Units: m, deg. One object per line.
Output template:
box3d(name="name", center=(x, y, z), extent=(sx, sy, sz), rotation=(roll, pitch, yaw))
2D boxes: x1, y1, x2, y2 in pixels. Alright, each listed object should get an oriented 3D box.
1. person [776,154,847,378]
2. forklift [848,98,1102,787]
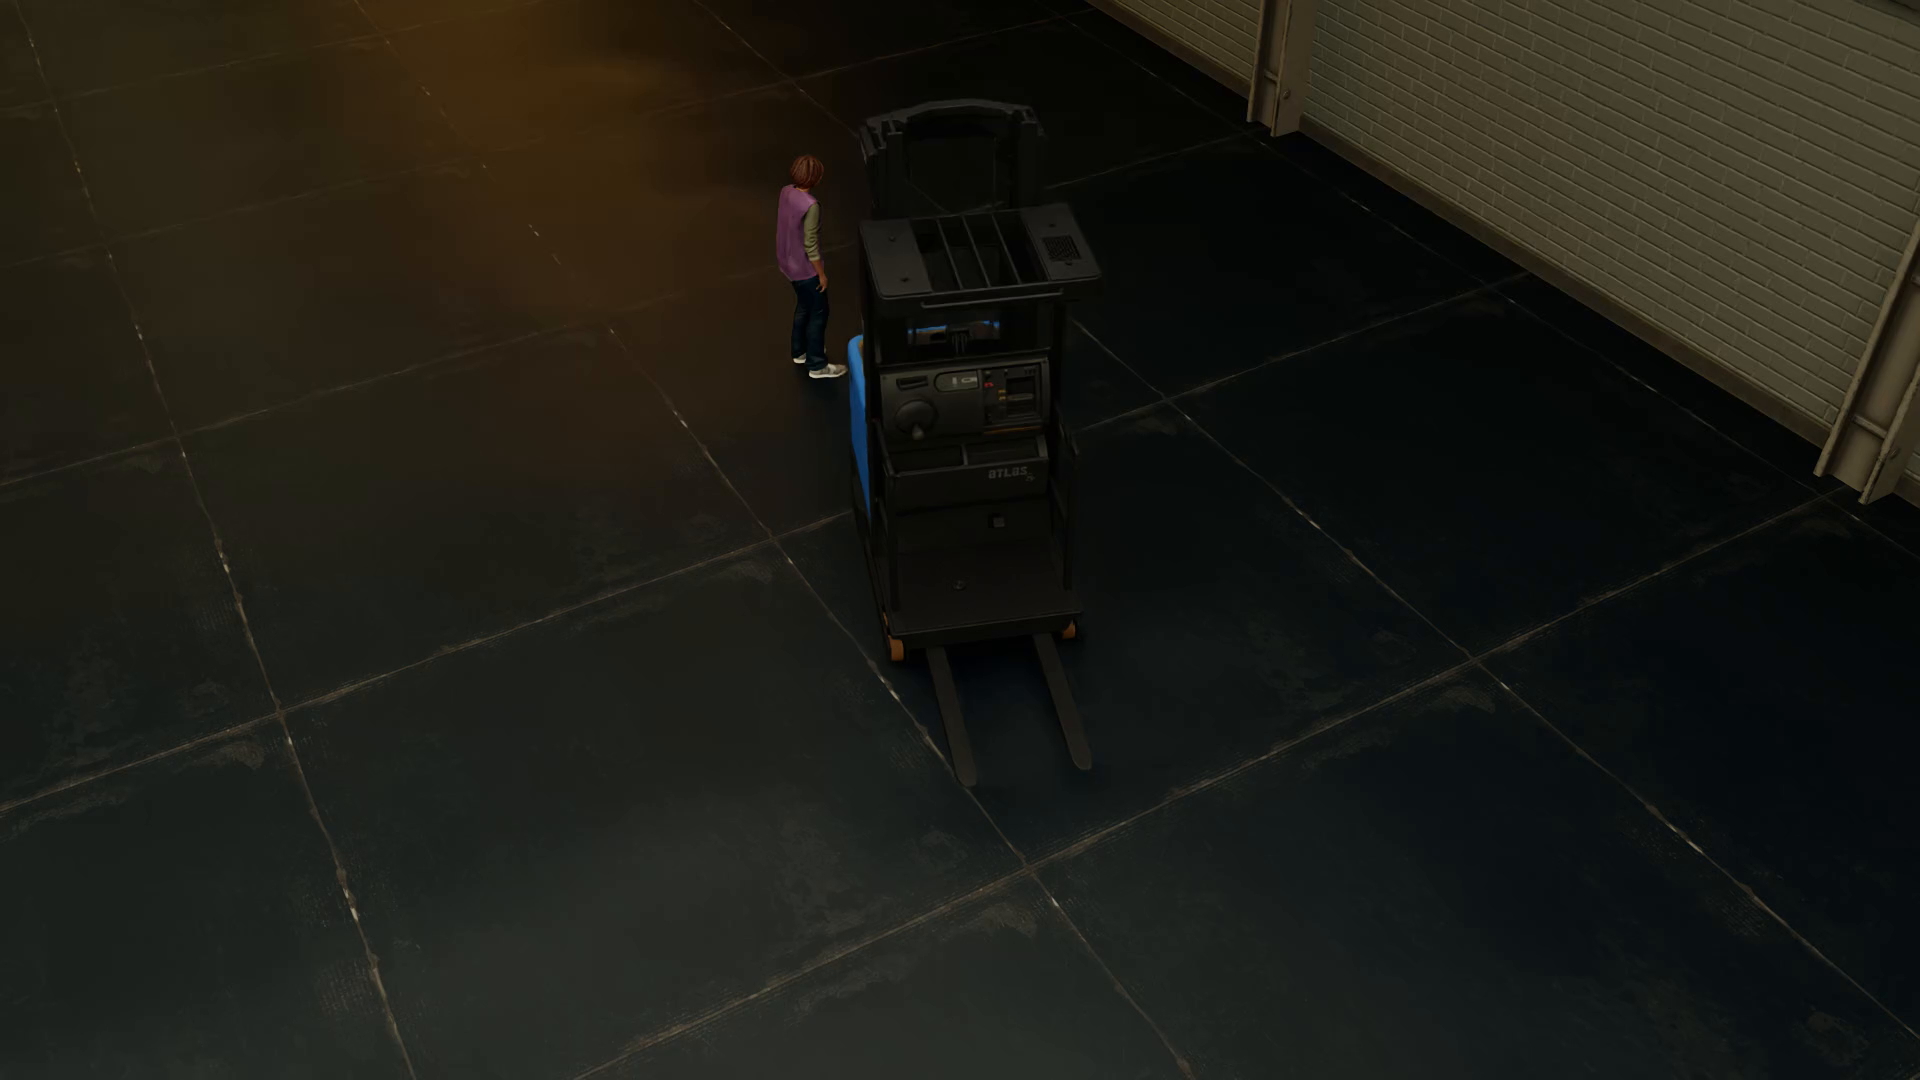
box3d(name="person", center=(-1.049, -1.858, 11.326), extent=(0.347, 1.592, 0.474), rotation=(-22, 44, -24))
box3d(name="forklift", center=(0.073, -0.689, 8.867), extent=(1.130, 2.935, 3.031), rotation=(-7, 40, -8))
